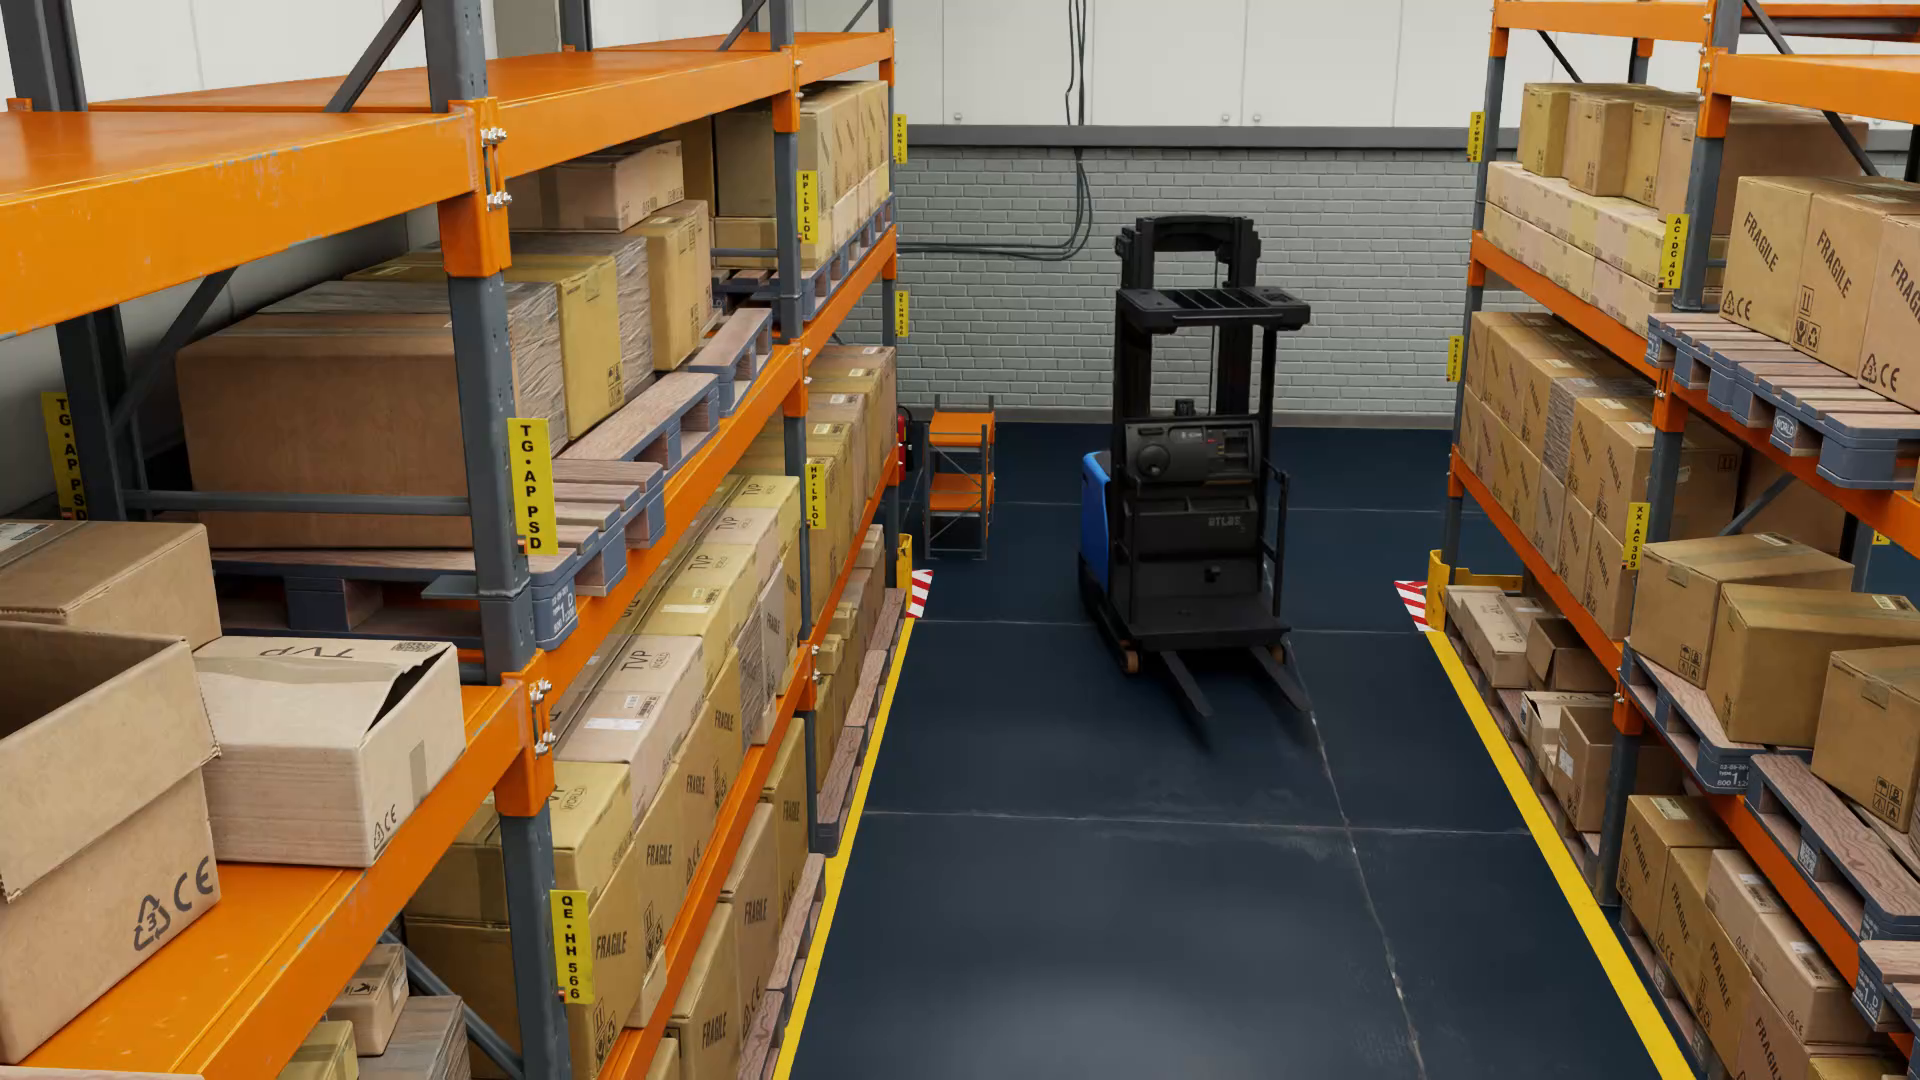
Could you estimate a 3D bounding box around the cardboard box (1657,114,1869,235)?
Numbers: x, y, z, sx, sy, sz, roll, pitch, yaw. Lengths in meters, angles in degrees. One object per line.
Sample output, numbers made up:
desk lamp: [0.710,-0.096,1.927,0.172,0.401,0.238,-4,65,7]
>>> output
cardboard box: [3.698,-1.695,7.696,0.700,0.500,0.500,1,18,4]

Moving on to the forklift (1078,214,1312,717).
forklift: [1.604,-0.603,11.055,1.130,2.935,3.031,-2,18,-7]

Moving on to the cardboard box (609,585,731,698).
cardboard box: [-1.137,0.367,6.112,0.500,0.250,0.500,1,18,3]

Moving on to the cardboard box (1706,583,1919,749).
cardboard box: [3.458,0.515,6.700,0.700,0.500,0.500,4,19,13]

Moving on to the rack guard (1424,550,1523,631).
rack guard: [3.982,0.374,11.979,1.175,0.500,0.348,1,18,4]

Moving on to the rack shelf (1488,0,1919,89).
rack shelf: [3.844,-2.724,8.945,1.077,0.370,4.000,1,18,4]

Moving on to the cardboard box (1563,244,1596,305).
cardboard box: [3.544,-1.417,8.854,0.500,0.250,0.500,1,18,4]

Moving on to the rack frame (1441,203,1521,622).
rack frame: [3.988,-0.838,11.662,1.000,3.000,0.127,1,18,4]

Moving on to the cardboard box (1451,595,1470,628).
cardboard box: [3.597,0.500,11.424,0.380,0.166,0.250,1,18,4]

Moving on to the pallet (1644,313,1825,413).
pallet: [3.584,-0.731,6.820,1.213,0.211,1.003,1,18,4]

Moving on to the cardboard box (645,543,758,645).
cardboard box: [-1.102,0.208,6.595,0.500,0.250,0.500,2,18,5]

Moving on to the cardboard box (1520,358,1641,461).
cardboard box: [3.587,-0.753,9.637,0.500,0.500,0.500,1,18,3]

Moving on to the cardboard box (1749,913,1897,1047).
cardboard box: [3.316,1.638,6.210,0.500,0.250,0.500,1,18,3]

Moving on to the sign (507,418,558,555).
sign: [-0.986,-0.121,3.827,0.100,0.325,0.005,1,18,4]

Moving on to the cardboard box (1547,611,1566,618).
cardboard box: [4.076,0.598,11.125,0.380,0.166,0.250,1,18,4]

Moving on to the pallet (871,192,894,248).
pallet: [-0.996,-2.100,10.839,1.003,0.211,1.213,1,18,4]

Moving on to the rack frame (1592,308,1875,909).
rack frame: [3.701,0.405,7.871,1.000,3.000,0.127,1,18,4]

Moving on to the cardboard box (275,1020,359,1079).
cardboard box: [-1.530,1.181,3.593,0.380,0.149,0.250,-2,18,-5]

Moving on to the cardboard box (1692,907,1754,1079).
cardboard box: [3.353,1.849,6.770,0.500,0.500,0.500,2,18,5]

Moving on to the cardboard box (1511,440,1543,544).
cardboard box: [3.585,-0.282,9.805,0.500,0.500,0.500,2,18,5]

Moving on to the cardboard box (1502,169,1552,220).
cardboard box: [3.648,-2.121,10.198,0.500,0.250,0.500,1,18,4]

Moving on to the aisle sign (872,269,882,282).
aisle sign: [-0.649,-2.198,11.639,0.394,0.787,0.004,1,18,4]

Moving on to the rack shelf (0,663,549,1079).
rack shelf: [-1.670,1.075,2.163,1.077,0.370,4.000,1,18,4]

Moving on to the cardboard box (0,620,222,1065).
cardboard box: [-1.712,0.454,2.705,0.797,0.503,0.637,4,19,12]

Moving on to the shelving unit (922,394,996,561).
shelving unit: [0.000,-0.537,13.754,0.538,1.125,1.048,1,18,4]

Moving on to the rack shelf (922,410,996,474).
rack shelf: [0.000,-0.815,13.663,0.538,0.278,1.000,1,18,4]

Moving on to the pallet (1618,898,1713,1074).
pallet: [3.680,1.983,7.532,1.003,0.211,1.213,1,18,4]

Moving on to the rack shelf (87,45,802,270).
rack shelf: [-1.384,-1.403,5.549,1.077,0.370,4.000,1,18,4]

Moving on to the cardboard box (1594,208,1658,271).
cardboard box: [3.504,-1.499,8.302,0.500,0.250,0.500,1,18,4]

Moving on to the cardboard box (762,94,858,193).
cardboard box: [-0.849,-2.191,9.176,0.500,0.500,0.500,1,18,4]

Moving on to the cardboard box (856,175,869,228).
cardboard box: [-0.810,-1.992,9.772,0.500,0.250,0.500,1,18,2]

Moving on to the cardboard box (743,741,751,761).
cardboard box: [-1.084,0.833,6.936,0.380,0.149,0.250,1,18,4]

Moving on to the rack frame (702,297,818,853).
rack frame: [-1.240,0.295,8.205,1.000,3.000,0.127,1,18,4]

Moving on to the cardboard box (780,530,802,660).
cardboard box: [-1.022,0.246,7.685,0.500,0.500,0.500,1,18,3]

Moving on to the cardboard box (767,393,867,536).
cardboard box: [-1.085,-0.468,10.053,0.980,0.700,0.700,0,18,1]

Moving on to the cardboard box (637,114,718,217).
cardboard box: [-1.423,-1.885,8.241,0.500,0.500,0.500,1,18,3]

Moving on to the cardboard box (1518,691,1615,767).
cardboard box: [3.513,1.057,9.491,0.500,0.311,0.500,1,18,4]

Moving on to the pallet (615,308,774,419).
pallet: [-1.257,-0.753,6.895,0.805,0.209,1.217,1,18,2]

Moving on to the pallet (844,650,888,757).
pallet: [-1.023,1.006,10.514,1.003,0.211,1.213,1,18,4]

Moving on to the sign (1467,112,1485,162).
sign: [3.446,-2.691,11.096,0.100,0.325,0.005,1,18,4]

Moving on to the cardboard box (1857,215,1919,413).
cardboard box: [3.498,-0.746,5.570,0.600,0.600,0.600,1,18,2]

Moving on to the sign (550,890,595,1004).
sign: [-0.985,1.034,4.217,0.100,0.325,0.005,1,18,4]

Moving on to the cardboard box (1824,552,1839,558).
cardboard box: [4.009,0.205,8.320,0.500,0.500,0.500,2,18,5]

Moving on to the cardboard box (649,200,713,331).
cardboard box: [-1.413,-1.116,6.827,0.700,0.500,0.500,0,18,1]

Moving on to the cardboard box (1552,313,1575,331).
cardboard box: [4.230,-1.216,11.050,0.500,0.500,0.500,1,18,3]

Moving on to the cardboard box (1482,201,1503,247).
cardboard box: [3.697,-2.038,10.749,0.500,0.250,0.500,1,18,4]

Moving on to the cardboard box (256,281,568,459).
cardboard box: [-1.564,-0.462,4.832,0.700,0.500,0.500,0,18,1]

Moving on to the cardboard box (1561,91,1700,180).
cardboard box: [3.918,-2.315,9.587,0.700,0.500,0.500,1,18,4]

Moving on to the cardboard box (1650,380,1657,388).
cardboard box: [4.089,-0.578,9.103,0.500,0.500,0.500,1,18,2]

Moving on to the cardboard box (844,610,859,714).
cardboard box: [-1.006,0.738,10.193,0.700,0.500,0.500,2,18,5]

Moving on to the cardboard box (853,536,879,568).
cardboard box: [-0.749,0.076,11.172,0.380,0.149,0.250,2,18,5]

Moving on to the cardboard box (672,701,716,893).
cardboard box: [-1.154,0.877,5.757,0.500,0.500,0.500,1,18,4]

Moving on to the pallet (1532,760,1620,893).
pallet: [3.751,1.517,8.956,1.003,0.211,1.213,1,18,4]

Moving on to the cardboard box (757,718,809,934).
cardboard box: [-1.157,1.322,7.849,0.750,0.750,0.750,1,18,5]
